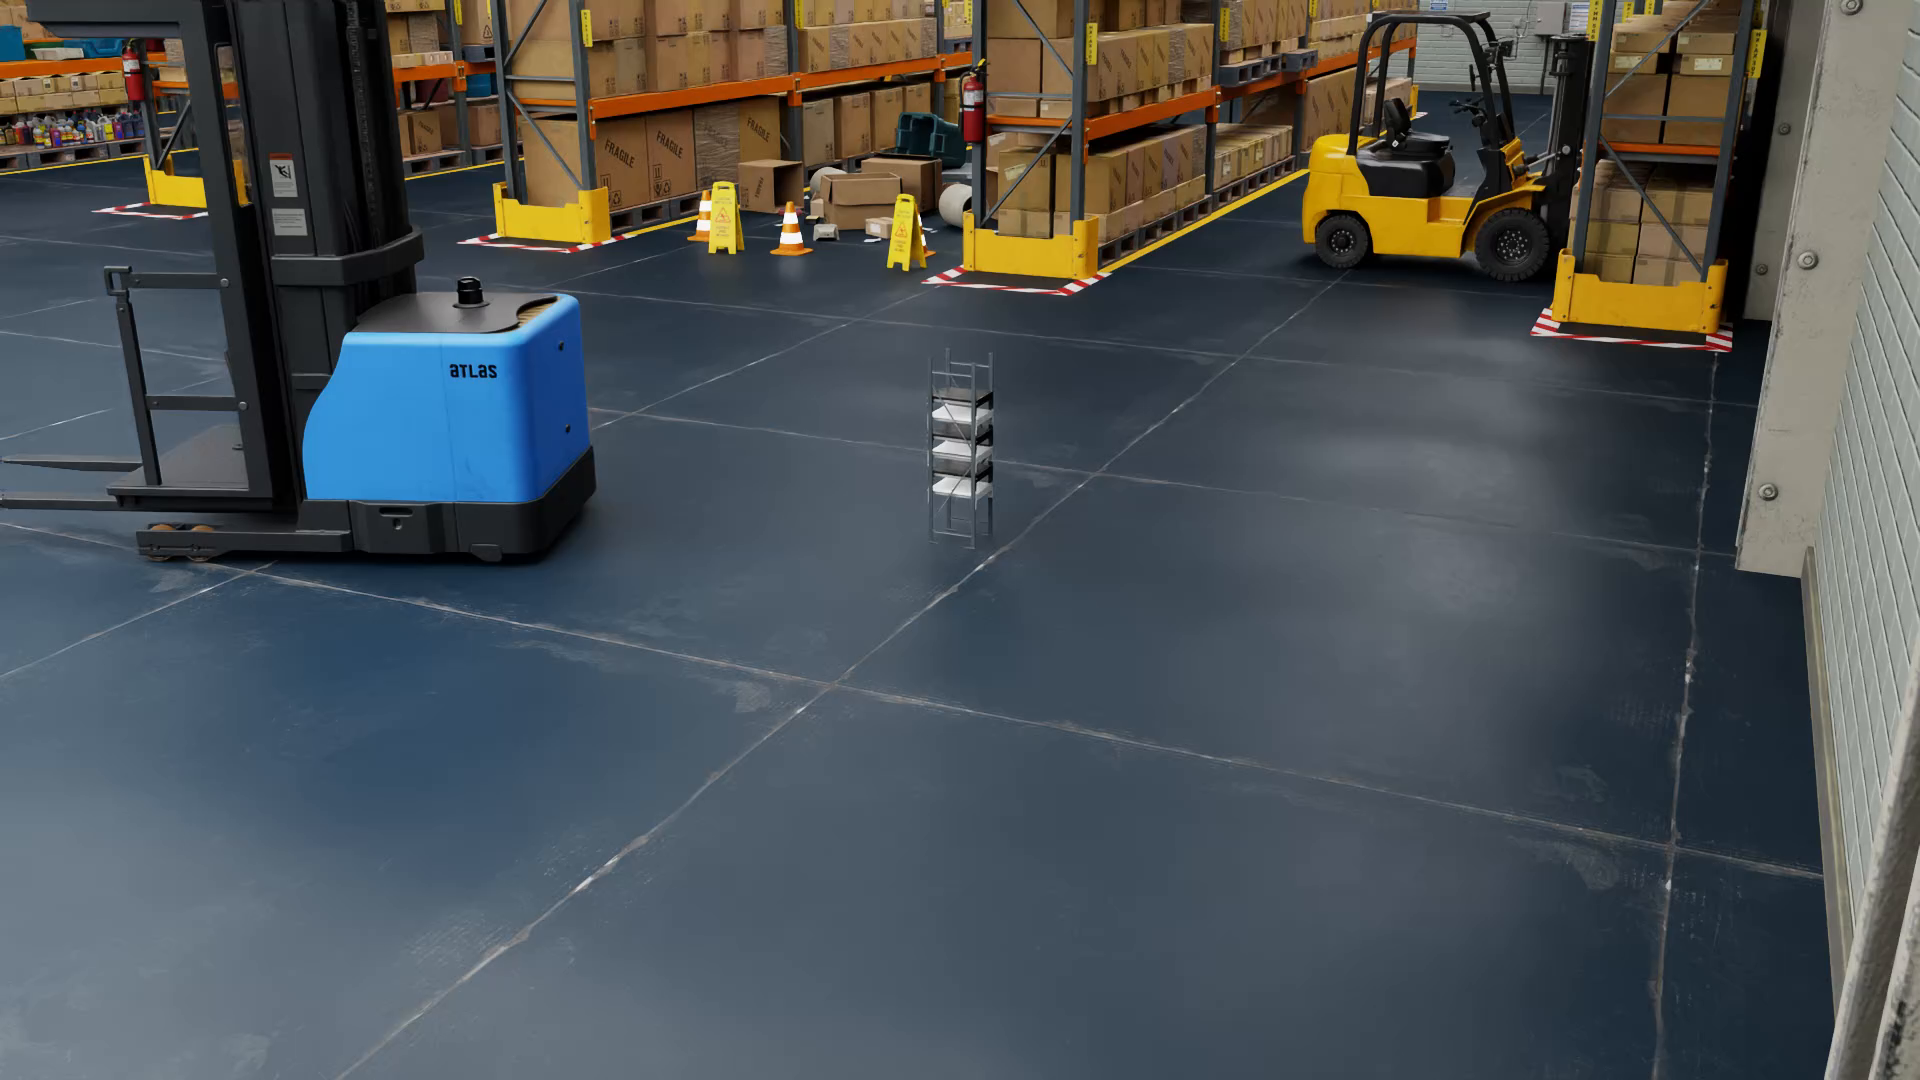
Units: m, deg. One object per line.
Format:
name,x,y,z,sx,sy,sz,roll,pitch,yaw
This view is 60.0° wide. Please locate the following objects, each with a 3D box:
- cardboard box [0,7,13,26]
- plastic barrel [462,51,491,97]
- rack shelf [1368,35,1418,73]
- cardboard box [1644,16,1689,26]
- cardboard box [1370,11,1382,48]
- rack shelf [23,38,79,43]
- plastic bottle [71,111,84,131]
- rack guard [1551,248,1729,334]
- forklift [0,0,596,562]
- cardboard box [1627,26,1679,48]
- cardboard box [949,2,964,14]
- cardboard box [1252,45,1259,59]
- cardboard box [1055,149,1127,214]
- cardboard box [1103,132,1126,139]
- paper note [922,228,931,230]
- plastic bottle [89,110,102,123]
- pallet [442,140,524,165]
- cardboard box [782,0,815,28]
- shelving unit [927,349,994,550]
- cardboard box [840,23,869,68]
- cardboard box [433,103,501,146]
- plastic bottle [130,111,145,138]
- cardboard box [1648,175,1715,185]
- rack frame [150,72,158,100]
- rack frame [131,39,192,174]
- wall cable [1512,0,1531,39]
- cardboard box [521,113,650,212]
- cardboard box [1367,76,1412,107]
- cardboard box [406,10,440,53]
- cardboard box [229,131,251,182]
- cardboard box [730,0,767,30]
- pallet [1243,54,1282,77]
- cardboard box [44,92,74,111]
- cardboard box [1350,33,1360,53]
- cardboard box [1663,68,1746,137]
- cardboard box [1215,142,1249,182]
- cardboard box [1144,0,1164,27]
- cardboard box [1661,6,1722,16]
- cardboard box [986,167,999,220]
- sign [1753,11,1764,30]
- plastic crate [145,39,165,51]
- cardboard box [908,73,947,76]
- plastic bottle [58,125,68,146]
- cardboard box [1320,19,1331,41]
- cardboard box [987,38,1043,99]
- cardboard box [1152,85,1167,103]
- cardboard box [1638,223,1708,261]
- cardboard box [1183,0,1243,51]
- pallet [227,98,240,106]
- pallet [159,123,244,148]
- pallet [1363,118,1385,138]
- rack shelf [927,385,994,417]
cardboard box,-15.313,-8.128,26.198,0.500,0.500,0.500,10,22,27
plastic barrel,-8.593,-8.281,29.282,0.600,0.901,0.708,9,21,23
rack shelf,6.314,-7.685,26.176,1.077,0.370,4.000,9,21,23
cardboard box,6.340,-4.629,14.946,0.380,0.149,0.250,9,21,24
cardboard box,5.926,-7.567,24.622,0.500,0.500,0.500,9,22,24
rack shelf,-15.039,-7.960,26.948,1.077,0.370,4.000,9,21,23
plastic bottle,-12.127,-5.718,22.868,0.144,0.351,0.185,8,21,20
rack guard,5.102,-1.879,12.507,1.175,0.500,0.348,9,21,23
forklift,-3.390,-1.454,7.684,3.031,2.935,1.130,1,20,3
cardboard box,5.391,-3.925,12.968,0.380,0.149,0.250,9,21,23
cardboard box,-0.122,-7.470,23.356,0.380,0.149,0.250,8,21,22
cardboard box,3.137,-5.493,18.686,0.380,0.149,0.250,9,21,23
cardboard box,1.173,-3.216,14.893,0.500,0.500,0.500,8,21,21
cardboard box,1.309,-3.756,16.411,0.500,0.500,0.500,10,22,26
paper note,-0.363,-3.141,16.773,0.148,0.019,0.142,18,26,41
plastic bottle,-11.918,-5.756,22.975,0.144,0.351,0.185,9,21,23
pallet,-6.504,-5.251,22.420,1.003,0.211,1.213,9,21,23
cardboard box,-2.140,-6.286,19.527,0.700,0.500,0.500,8,21,22
shelving unit,0.003,-0.426,7.825,0.258,0.900,0.210,9,21,23
cardboard box,-1.464,-6.093,20.477,0.500,0.500,0.500,8,21,22
cardboard box,-6.551,-5.541,22.148,0.700,0.500,0.500,7,21,19
plastic bottle,-11.341,-5.729,22.899,0.144,0.351,0.185,8,21,21
cardboard box,5.682,-2.712,13.103,0.500,0.250,0.500,9,21,23
rack frame,-14.223,-8.911,28.548,0.949,2.616,0.053,9,21,23
rack frame,-8.460,-5.104,17.845,1.000,3.000,0.127,9,21,23
wall cable,10.720,-10.650,31.923,0.588,1.984,0.122,9,21,23
cardboard box,-3.758,-3.806,16.738,0.875,0.875,0.875,9,21,23
cardboard box,6.954,-7.411,27.527,0.875,0.438,0.875,8,21,21
cardboard box,-7.062,-6.385,20.853,0.875,0.500,0.500,9,21,23
cardboard box,-8.189,-4.313,18.723,0.500,0.500,0.500,13,23,33
cardboard box,-2.640,-5.903,18.255,0.875,0.550,0.550,9,21,23
pallet,3.084,-5.489,19.213,1.003,0.211,1.213,9,21,23
cardboard box,-14.837,-7.149,27.072,0.500,0.250,0.500,9,21,24
cardboard box,5.332,-7.015,23.441,0.500,0.250,0.500,8,21,22
cardboard box,5.761,-3.387,12.868,0.500,0.500,0.500,9,22,24
cardboard box,2.723,-4.308,18.900,0.950,0.372,0.625,10,22,26
cardboard box,1.612,-5.368,16.500,0.700,0.500,0.500,9,21,23
cardboard box,8.887,-6.281,20.373,0.797,0.503,0.637,8,21,21
cardboard box,0.539,-3.650,17.482,0.500,0.500,0.500,-9,22,-24
sign,7.256,-4.657,15.176,0.100,0.325,0.005,9,21,23
plastic crate,-11.421,-7.227,23.717,0.402,0.464,0.583,9,21,23
cardboard box,-0.462,-6.613,24.071,0.500,0.250,0.500,9,21,23
plastic bottle,-11.811,-5.322,21.872,0.097,0.271,0.097,0,20,0
cardboard box,4.503,-6.634,21.623,0.500,0.250,0.500,9,22,24
cardboard box,0.552,-4.135,14.527,0.500,0.500,0.500,8,21,22
cardboard box,1.749,-4.240,15.790,0.380,0.149,0.250,9,21,23
cardboard box,5.493,-2.318,12.740,0.500,0.250,0.500,9,21,24
cardboard box,2.673,-5.456,17.615,0.500,0.500,0.500,9,22,24
pallet,-13.379,-8.191,30.686,1.003,0.211,1.213,9,21,23
pallet,-11.054,-5.938,24.351,1.003,0.211,1.213,9,21,23
pallet,5.878,-6.321,25.427,1.003,0.211,1.213,9,21,23
rack shelf,0.003,-0.649,7.746,0.258,0.077,0.200,9,21,23
